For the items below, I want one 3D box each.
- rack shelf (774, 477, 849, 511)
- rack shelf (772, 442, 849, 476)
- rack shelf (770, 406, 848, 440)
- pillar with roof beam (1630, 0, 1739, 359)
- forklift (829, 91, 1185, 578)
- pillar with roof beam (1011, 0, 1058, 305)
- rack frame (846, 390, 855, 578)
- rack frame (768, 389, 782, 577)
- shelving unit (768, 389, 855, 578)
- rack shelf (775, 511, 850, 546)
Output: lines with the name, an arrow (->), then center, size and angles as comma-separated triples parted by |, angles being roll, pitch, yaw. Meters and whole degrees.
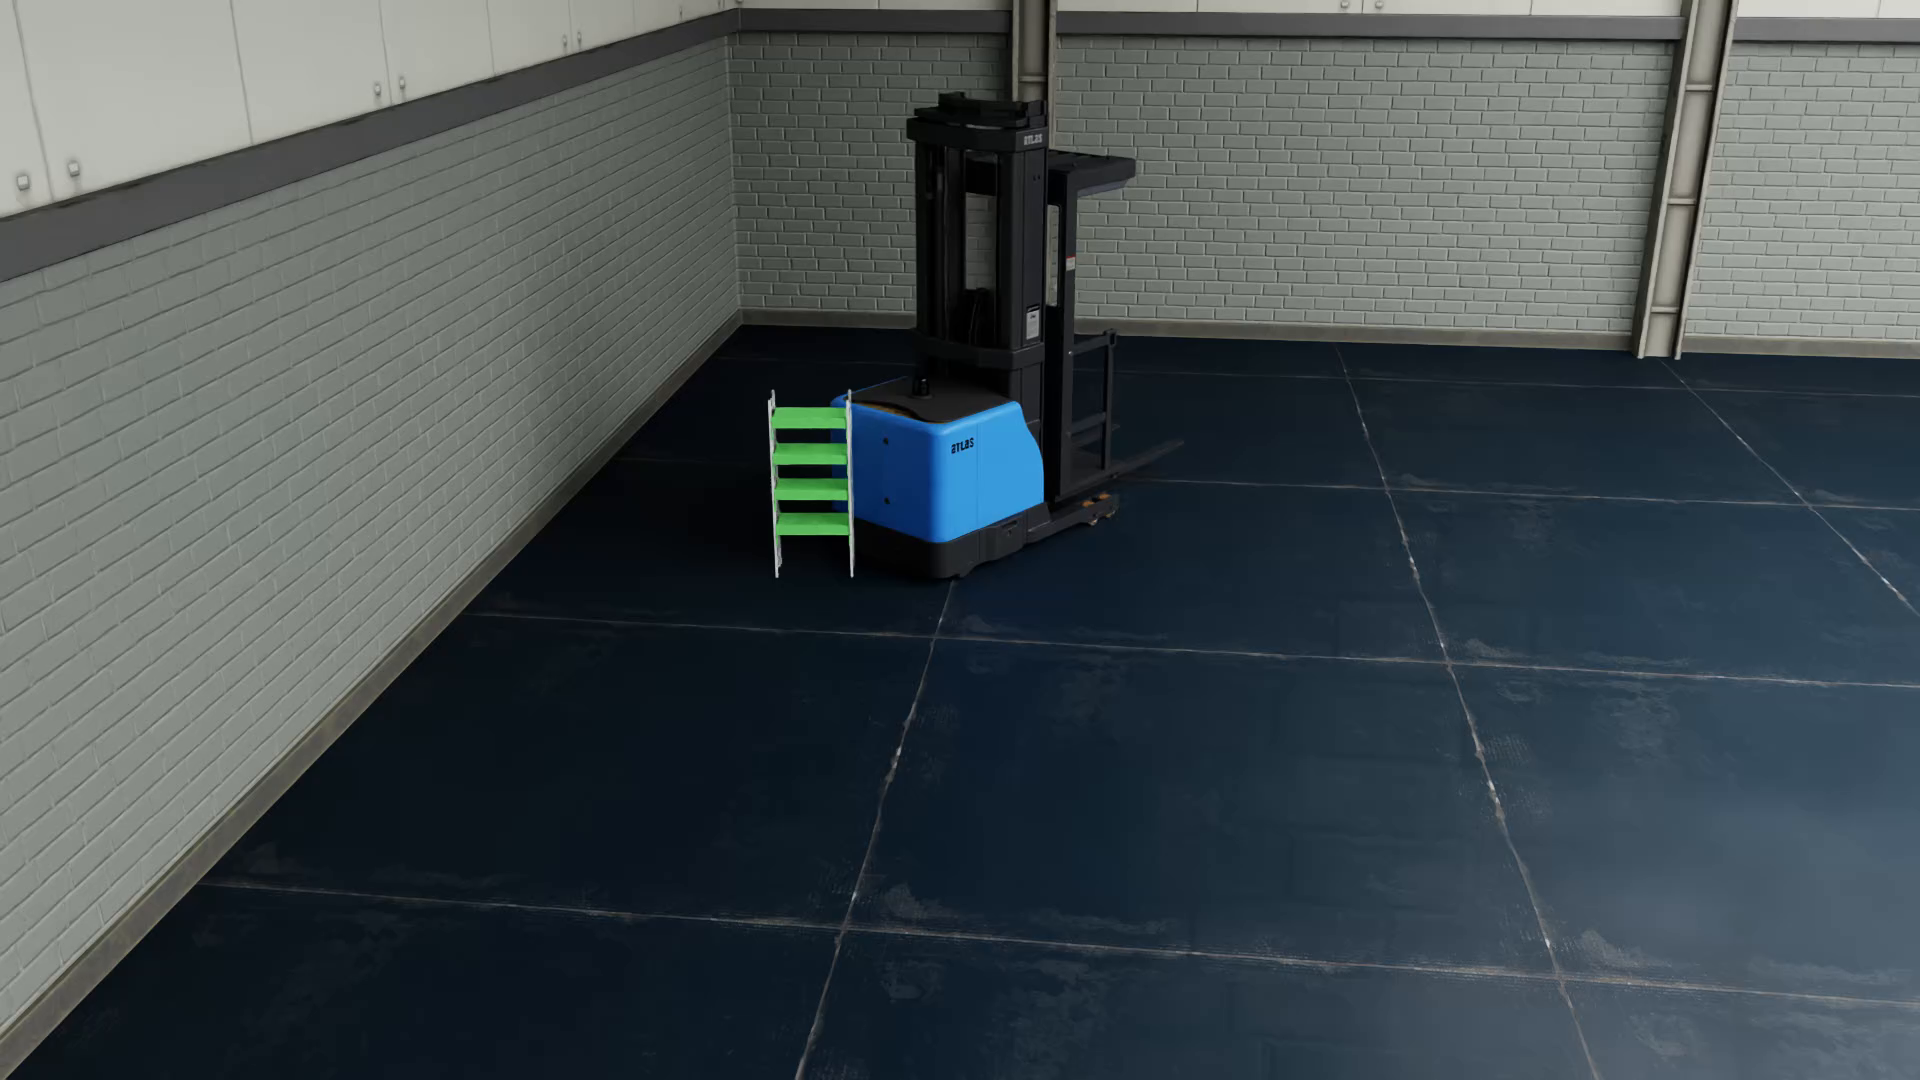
rack shelf -> -0.948, -0.298, 10.736 | 0.480, 0.148, 0.258 | 0, 22, 0
rack shelf -> -0.948, -0.522, 10.648 | 0.480, 0.148, 0.258 | 0, 22, 0
rack shelf -> -0.948, -0.745, 10.560 | 0.480, 0.148, 0.258 | 0, 22, 0
pillar with roof beam -> 6.149, -4.391, 10.307 | 0.400, 9.000, 9.100 | 2, 22, 6
forklift -> 0.479, -1.579, 11.448 | 1.130, 2.935, 3.031 | 18, 28, 38
pillar with roof beam -> 0.191, -4.651, 10.964 | 0.400, 9.000, 9.100 | 2, 22, 6
rack frame -> -0.704, -0.357, 10.712 | 0.015, 1.200, 0.240 | 0, 22, 0
rack frame -> -1.192, -0.358, 10.714 | 0.015, 1.200, 0.240 | 0, 22, 0
shelving unit -> -0.948, -0.358, 10.713 | 0.503, 1.200, 0.258 | 0, 22, 0
rack shelf -> -0.948, -0.075, 10.825 | 0.480, 0.148, 0.258 | 0, 22, 0
